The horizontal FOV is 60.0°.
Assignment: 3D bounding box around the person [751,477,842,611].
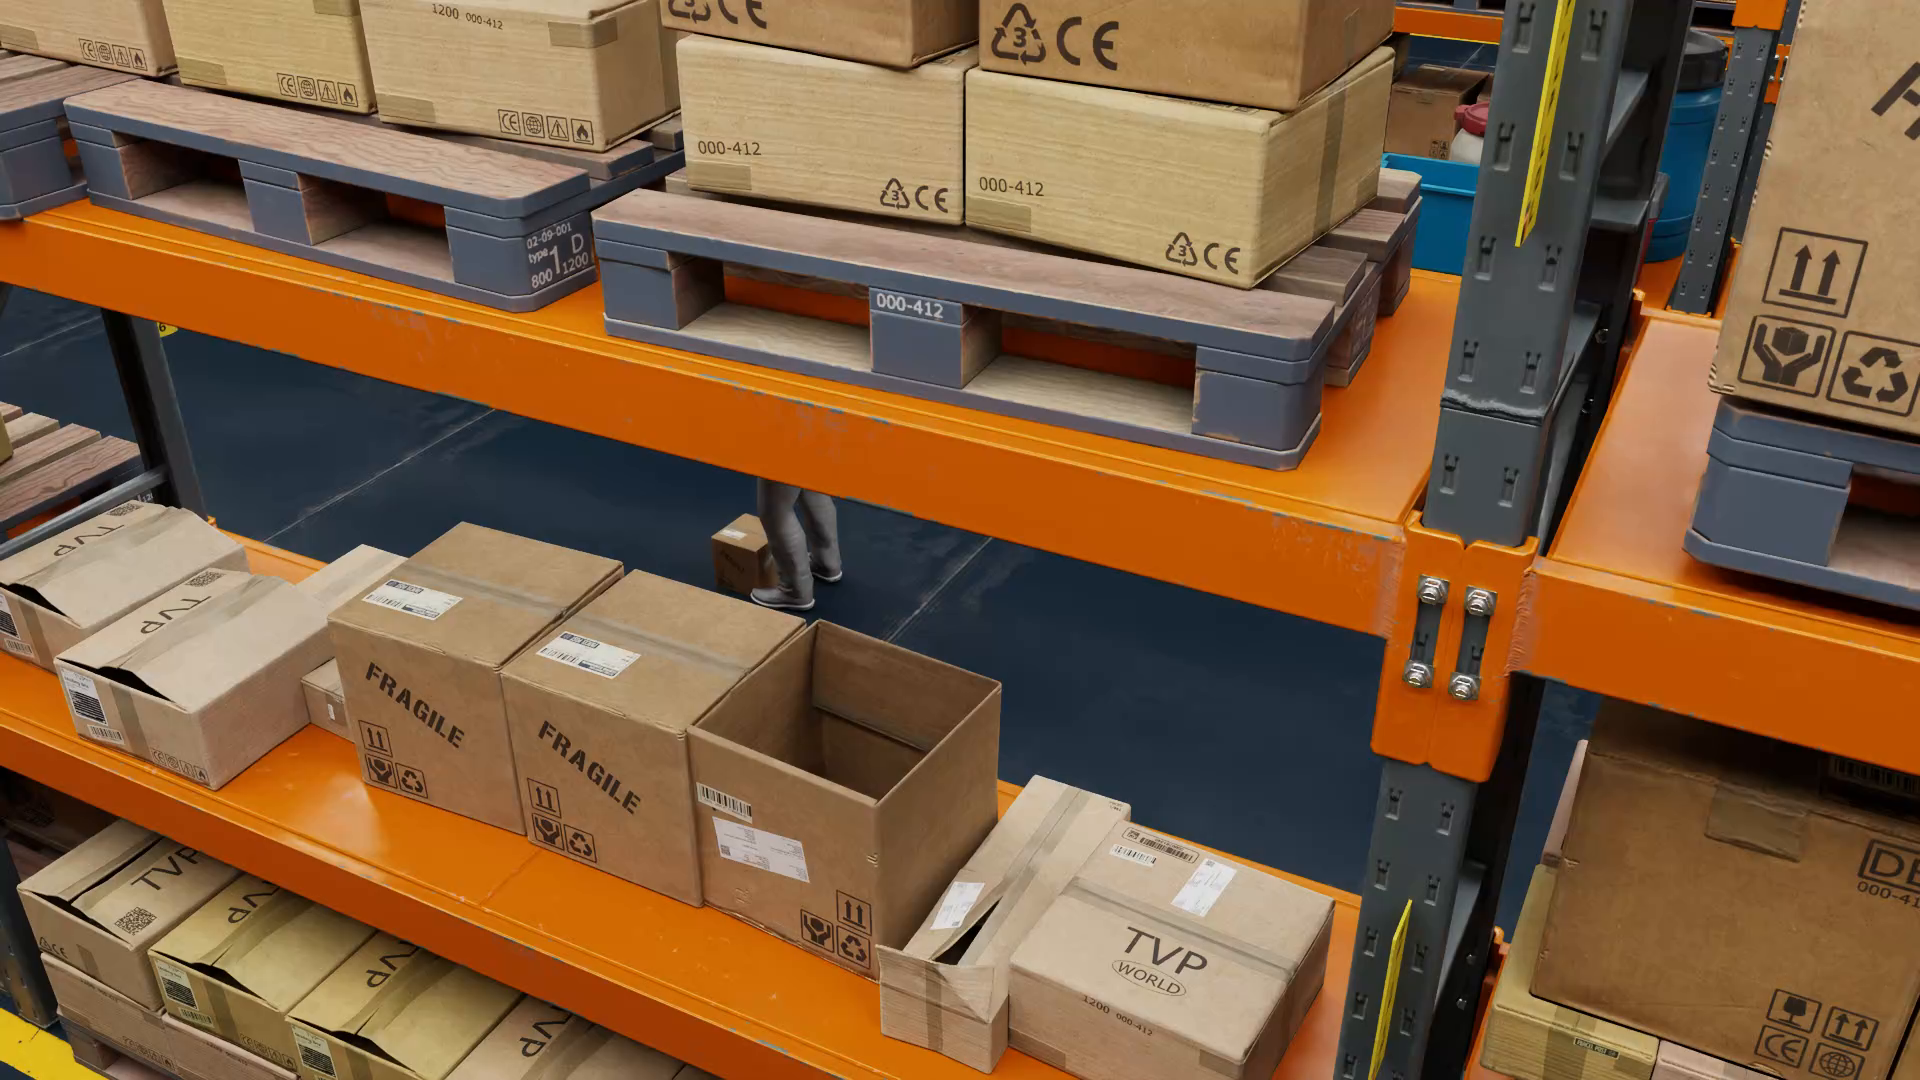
[{"bbox_3d":[-0.708,-0.485,6.963,0.396,1.658,0.527,12,32,20],"label":"person"}]
